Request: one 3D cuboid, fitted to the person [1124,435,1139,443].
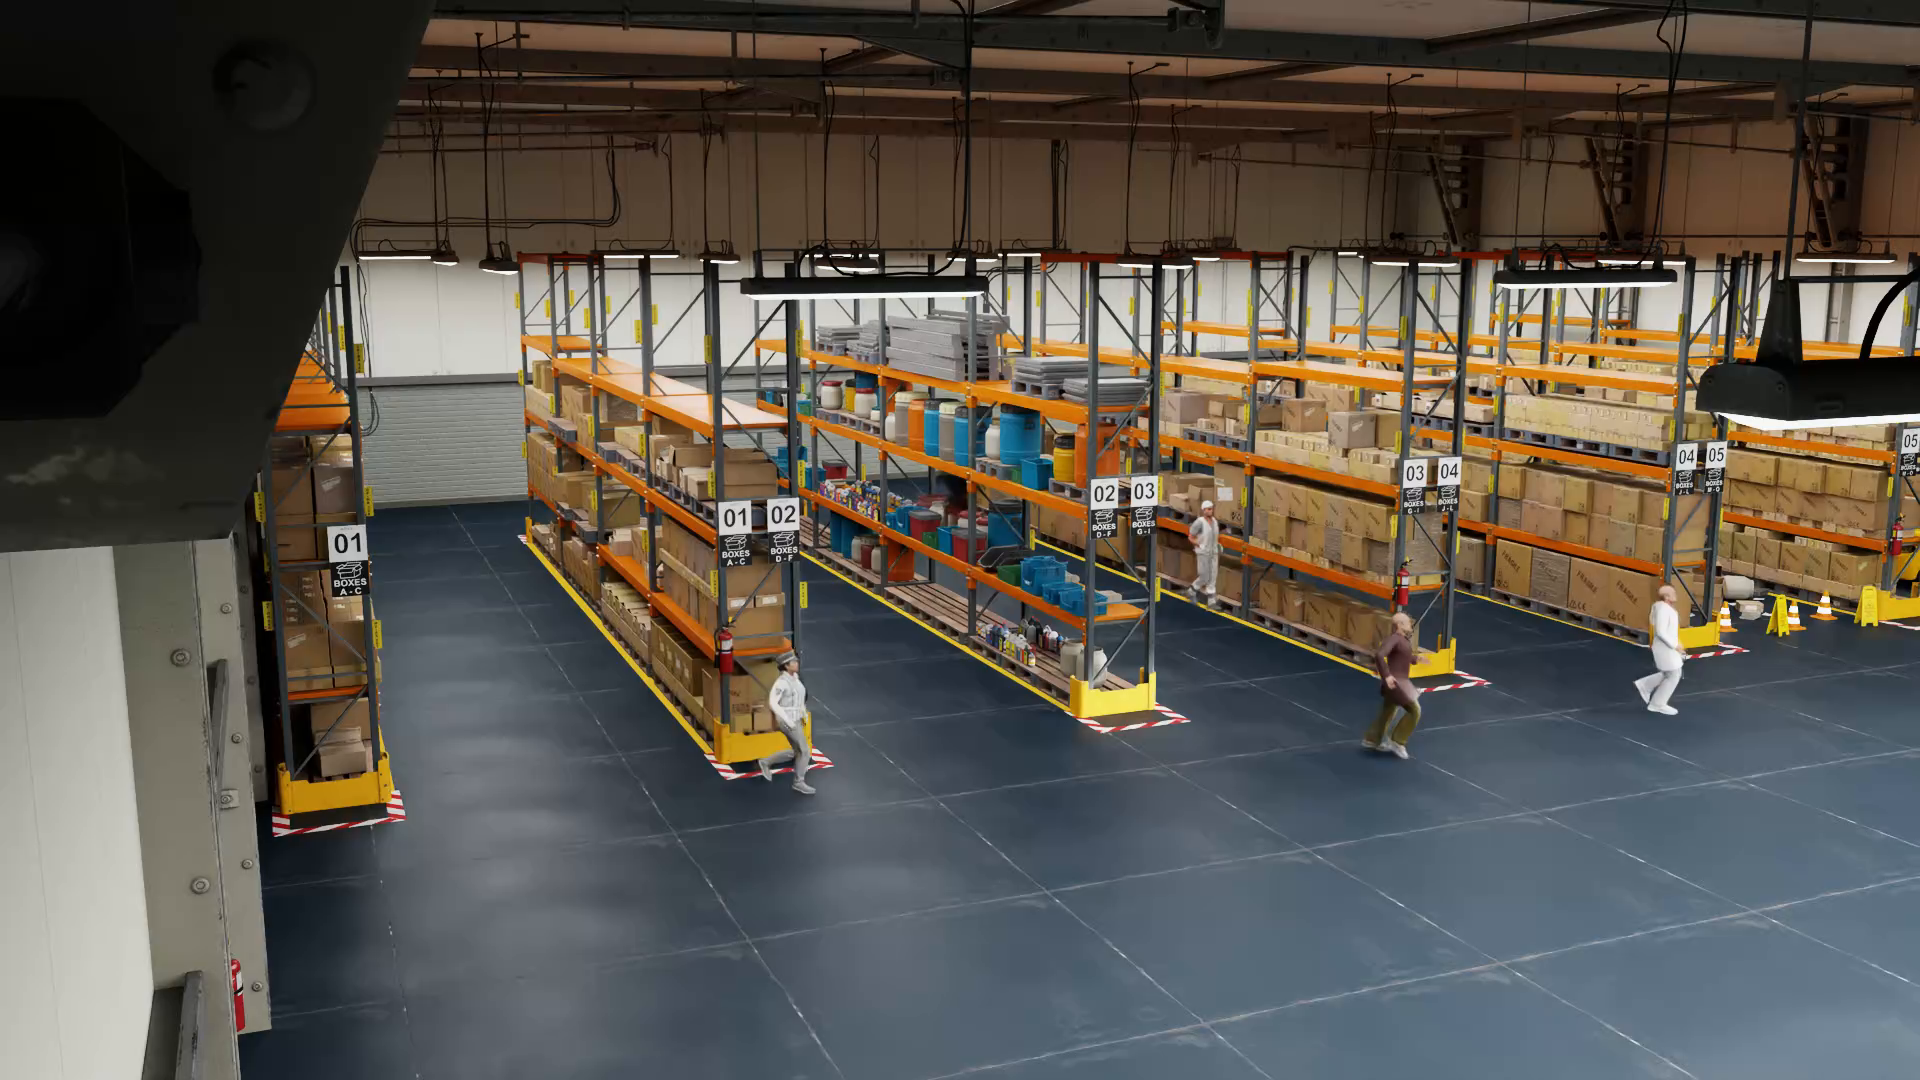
[{"bbox_3d":[4.109,-1.964,41.220,0.588,1.643,0.900,-7,13,-35],"label":"person"}]

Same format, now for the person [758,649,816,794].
[{"bbox_3d":[-2.002,2.079,19.148,0.707,1.672,0.618,2,11,12],"label":"person"}]

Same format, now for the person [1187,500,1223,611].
[{"bbox_3d":[4.038,0.241,27.144,0.667,1.780,0.787,-7,12,-32],"label":"person"}]

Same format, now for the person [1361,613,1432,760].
[{"bbox_3d":[5.376,1.790,20.430,0.808,1.823,0.693,2,11,9],"label":"person"}]

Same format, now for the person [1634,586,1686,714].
[{"bbox_3d":[9.395,1.460,22.272,0.605,1.745,0.710,3,11,17],"label":"person"}]
